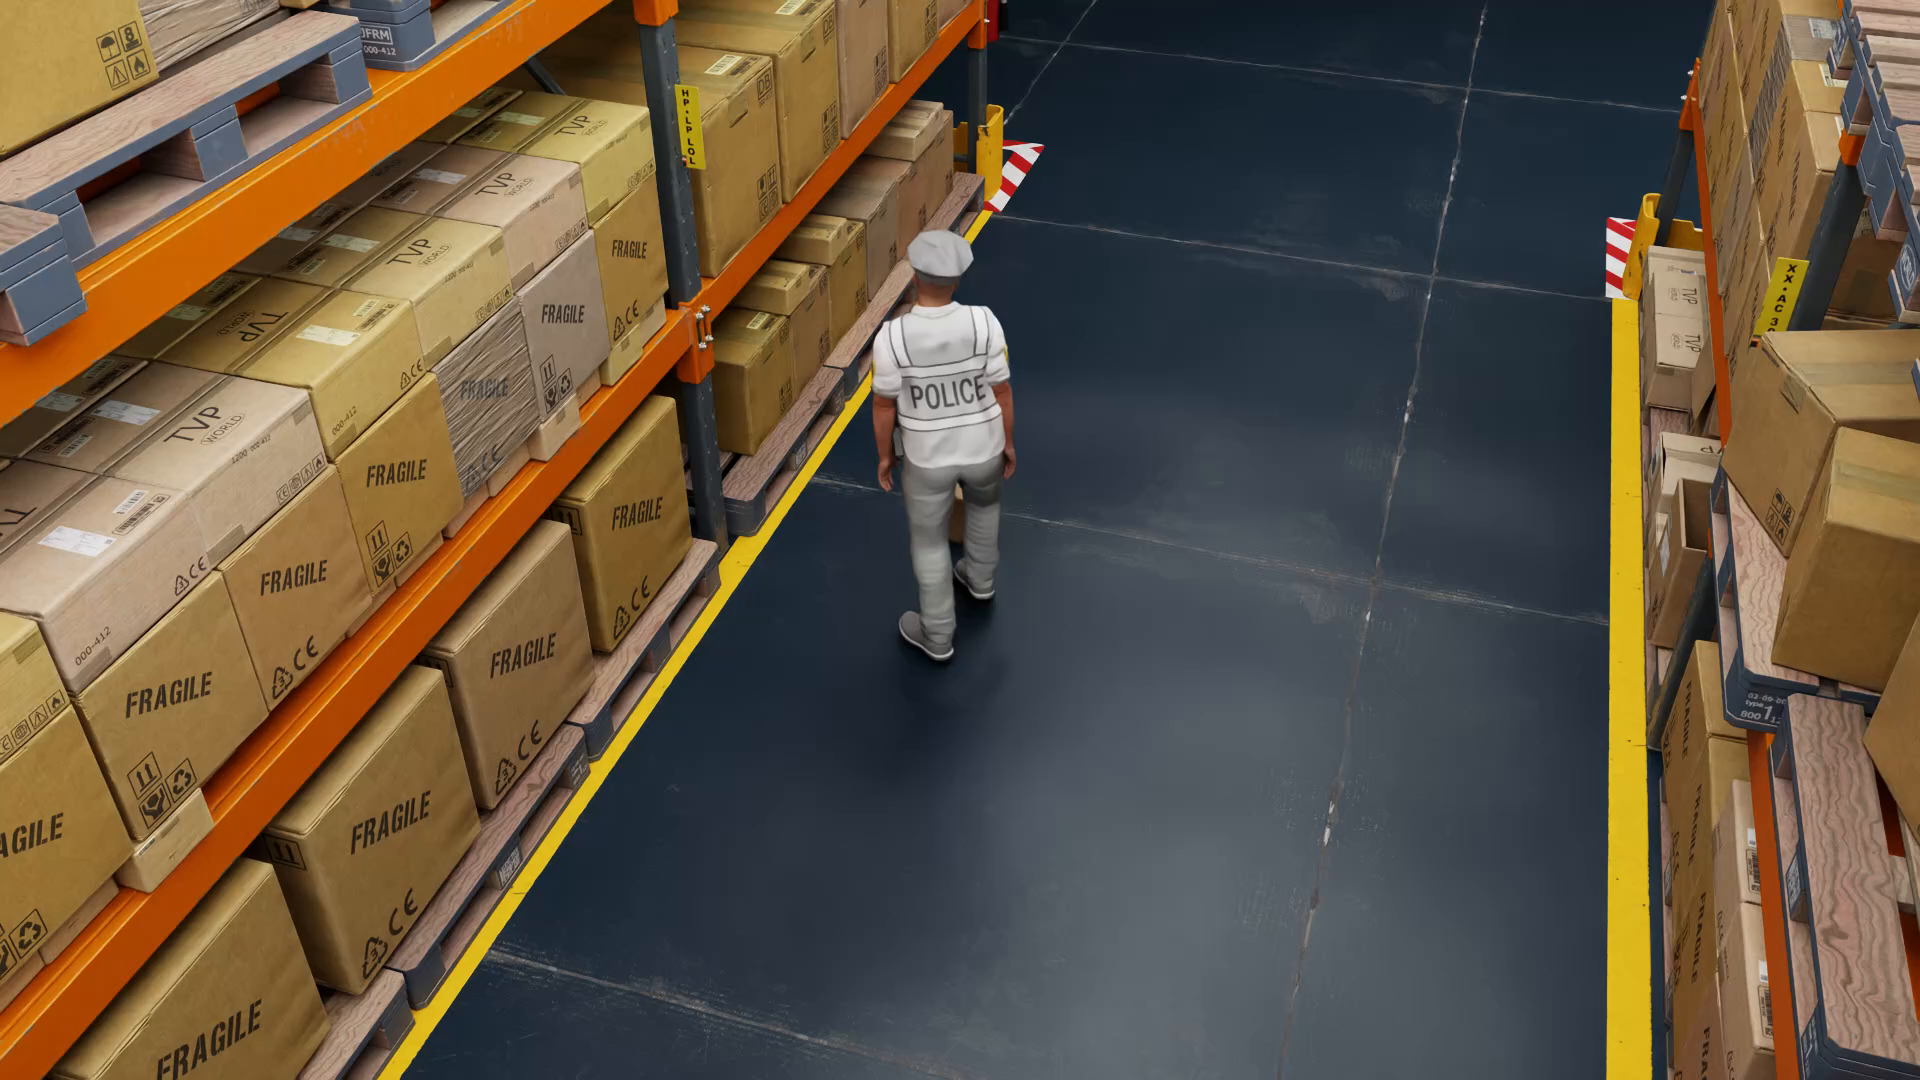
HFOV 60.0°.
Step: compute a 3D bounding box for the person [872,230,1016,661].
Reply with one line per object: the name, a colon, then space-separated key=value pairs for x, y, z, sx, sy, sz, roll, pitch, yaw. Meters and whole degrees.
person: x=-0.066 y=-0.379 z=6.627 sx=0.564 sy=1.759 sz=0.663 roll=-7 pitch=37 yaw=-9
